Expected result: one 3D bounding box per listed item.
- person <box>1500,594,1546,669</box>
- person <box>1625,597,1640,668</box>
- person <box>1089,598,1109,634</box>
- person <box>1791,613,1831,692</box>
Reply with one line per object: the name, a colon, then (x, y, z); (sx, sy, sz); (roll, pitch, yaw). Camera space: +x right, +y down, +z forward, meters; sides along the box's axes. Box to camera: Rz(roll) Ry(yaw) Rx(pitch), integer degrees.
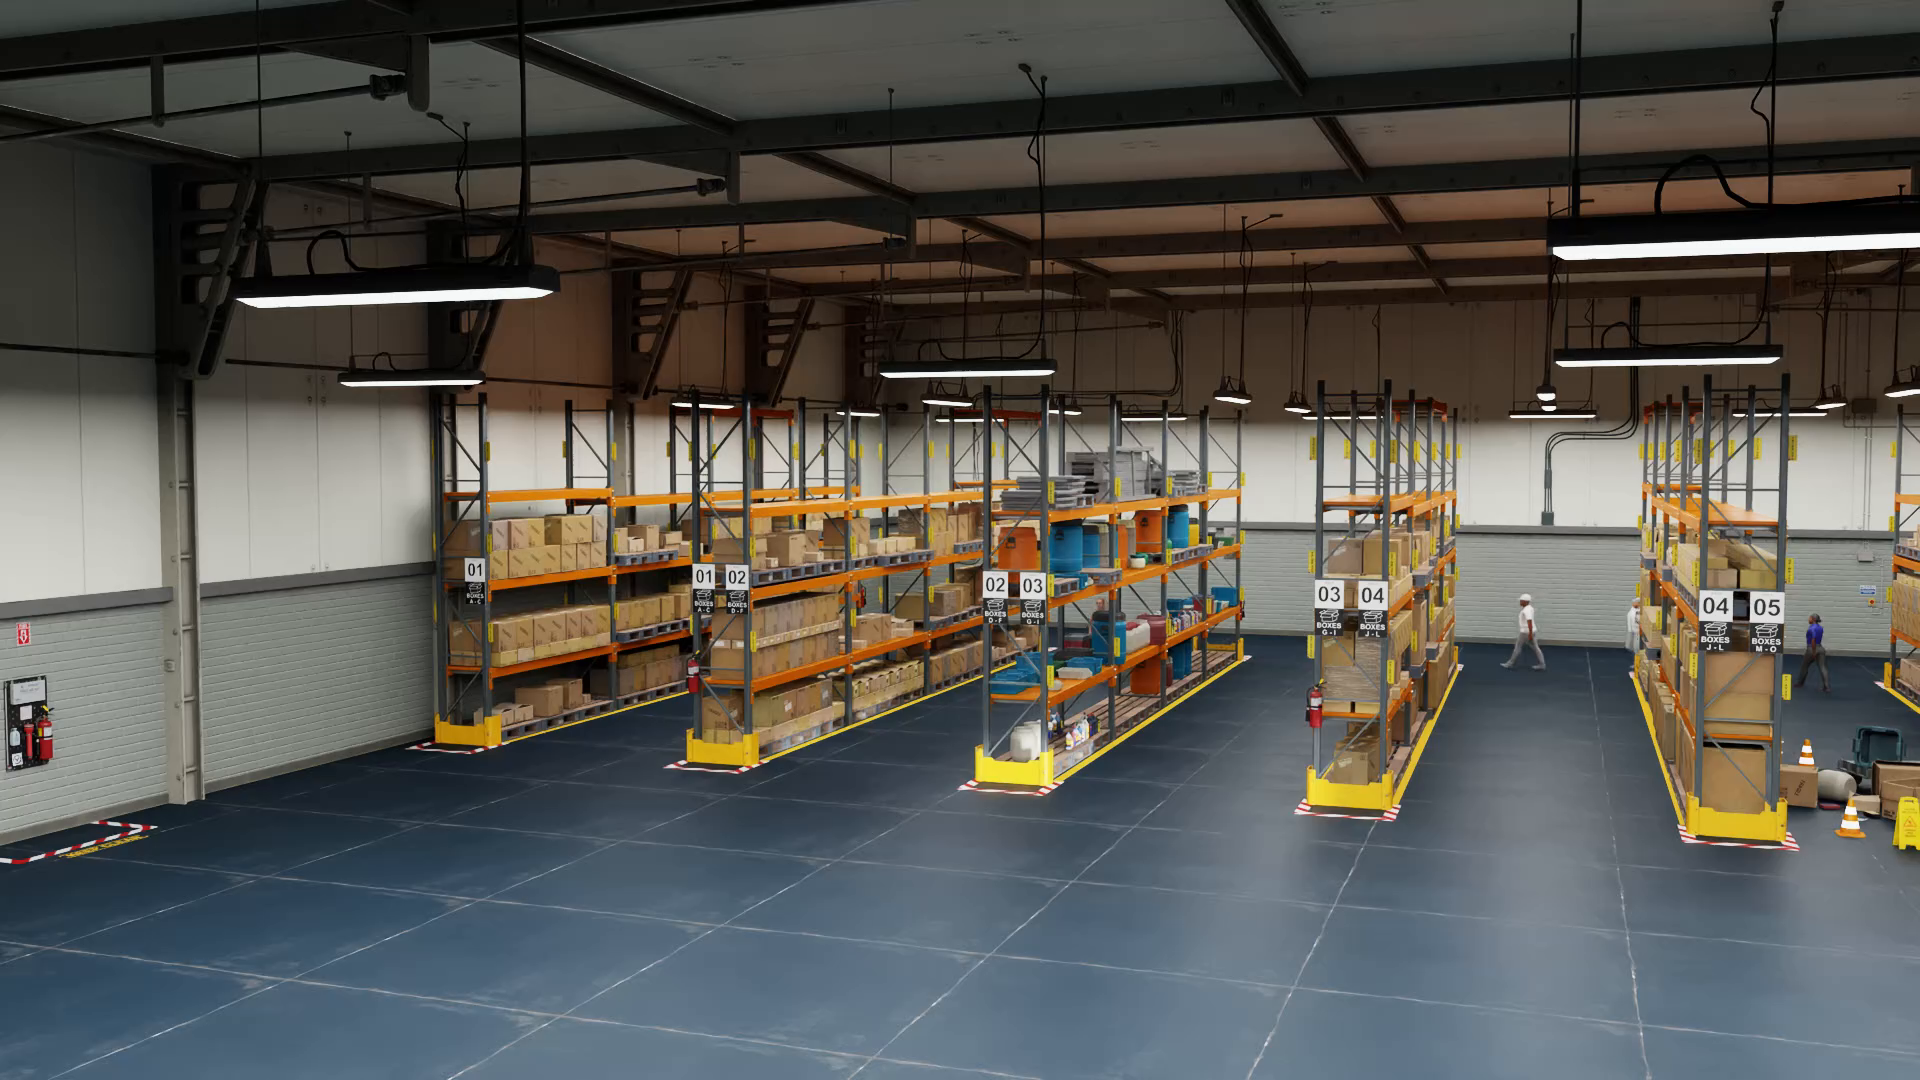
person: (12.982, 2.091, 38.187); (1.019, 1.699, 0.556); (3, 4, 44)
person: (15.663, 2.118, 38.357); (0.586, 1.648, 0.487); (-1, 3, -22)
person: (3.037, 2.041, 36.153); (0.561, 1.573, 0.844); (3, 4, 41)
person: (17.813, 2.334, 34.703); (0.413, 1.586, 0.945); (-1, 3, -12)
